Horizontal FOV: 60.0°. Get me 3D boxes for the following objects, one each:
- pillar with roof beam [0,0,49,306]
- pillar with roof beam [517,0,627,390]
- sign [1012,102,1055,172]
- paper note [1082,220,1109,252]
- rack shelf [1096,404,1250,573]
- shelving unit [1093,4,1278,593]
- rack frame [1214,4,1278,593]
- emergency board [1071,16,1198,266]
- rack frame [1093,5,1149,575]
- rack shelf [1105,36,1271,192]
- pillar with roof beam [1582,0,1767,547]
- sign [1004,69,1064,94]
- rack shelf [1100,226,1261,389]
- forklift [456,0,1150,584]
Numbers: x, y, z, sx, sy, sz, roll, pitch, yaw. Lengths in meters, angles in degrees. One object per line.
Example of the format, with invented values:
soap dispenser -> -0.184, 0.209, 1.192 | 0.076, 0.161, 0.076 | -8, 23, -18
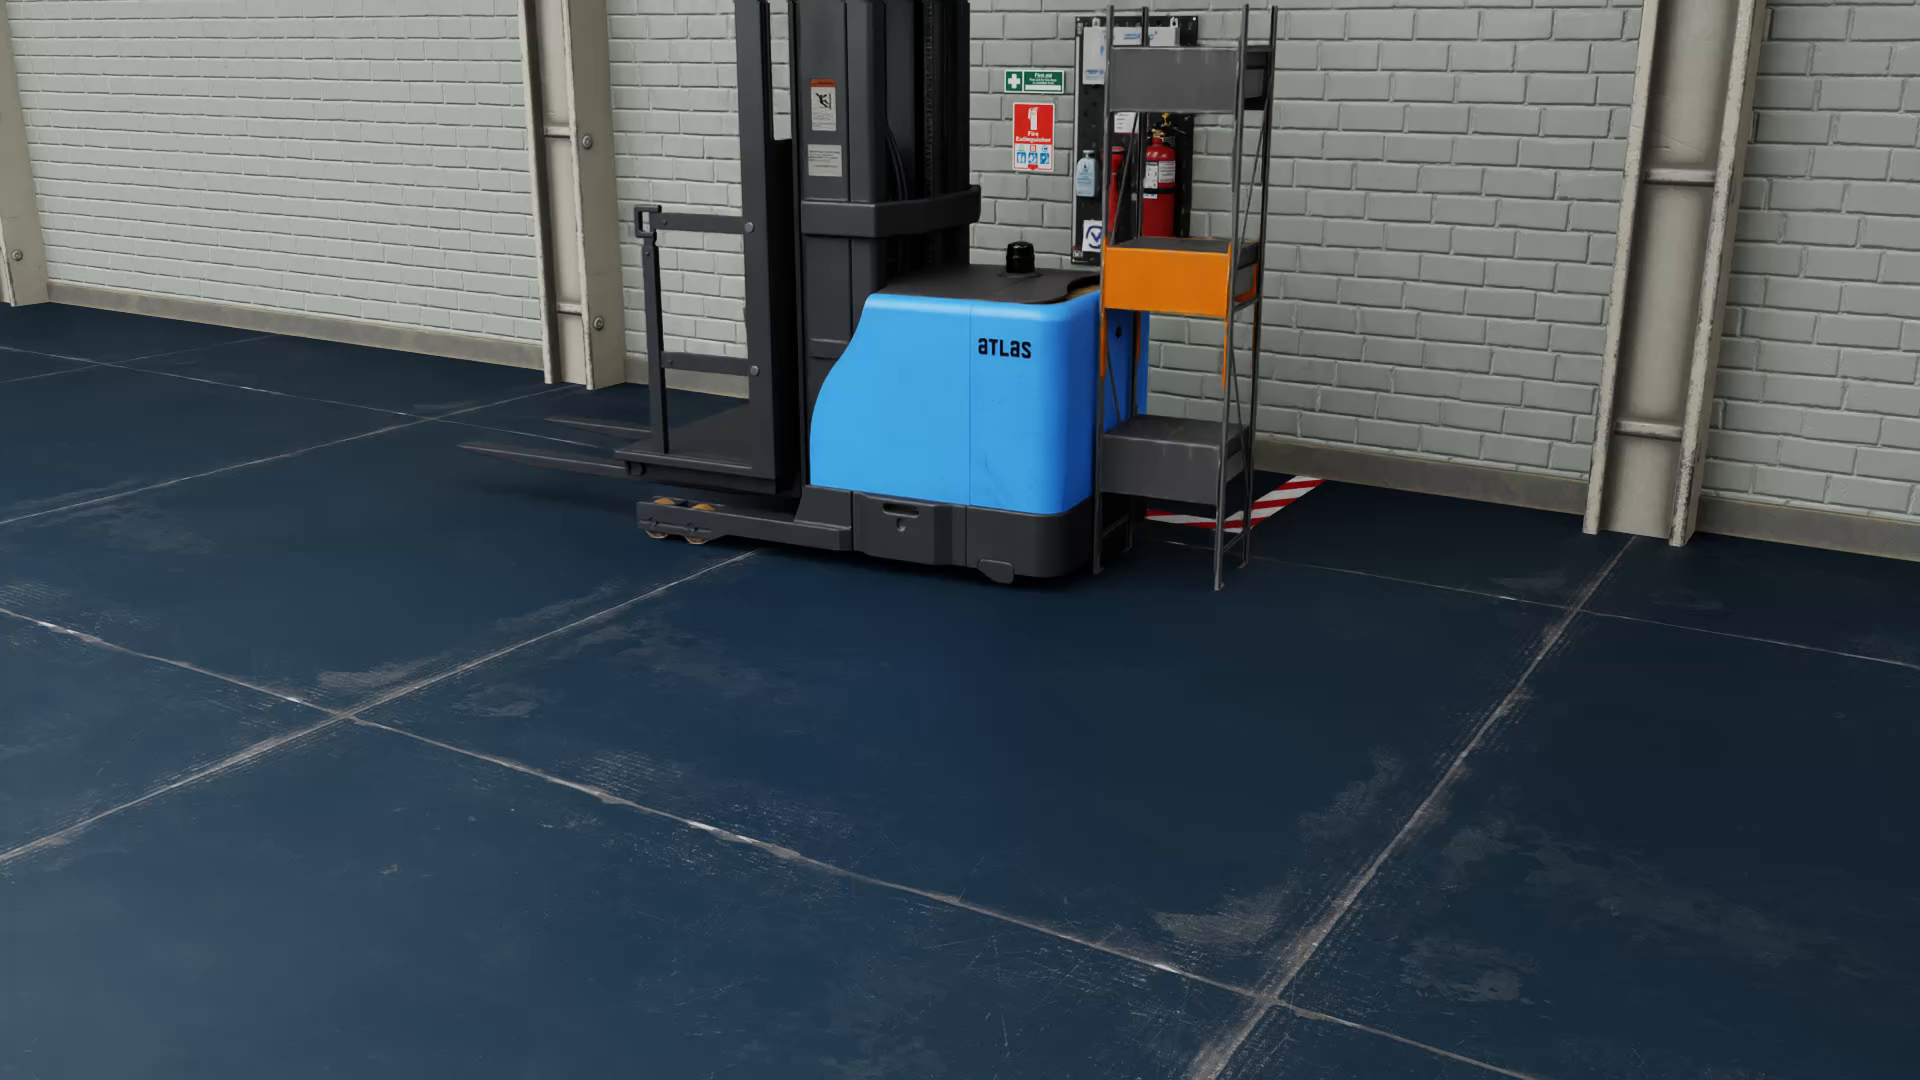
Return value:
pillar with roof beam -> -9.615, -5.105, 8.203 | 0.400, 9.000, 9.100 | 10, 20, 30
pillar with roof beam -> -4.502, -4.192, 5.198 | 0.400, 9.000, 9.100 | 10, 20, 30
sign -> 0.361, -1.987, 8.200 | 0.234, 0.329, 0.001 | 10, 20, 30
paper note -> 0.663, -1.483, 8.117 | 0.142, 0.148, 0.016 | 10, 20, 30
rack shelf -> 0.827, -0.207, 6.405 | 0.480, 0.518, 0.431 | 8, 19, 25
shelving unit -> 0.827, -0.890, 6.198 | 0.503, 2.100, 0.431 | 8, 19, 25
rack frame -> 1.047, -0.859, 6.096 | 0.015, 2.100, 0.400 | 8, 19, 25
emergency board -> 0.778, -1.860, 7.845 | 0.643, 1.169, 0.194 | 10, 20, 30
rack frame -> 0.608, -0.921, 6.299 | 0.015, 2.100, 0.400 | 8, 19, 25
rack shelf -> 0.827, -1.547, 5.998 | 0.480, 0.518, 0.431 | 8, 19, 25
pillar with roof beam -> 0.611, -3.279, 2.194 | 0.400, 9.000, 9.100 | 10, 20, 30
sign -> 0.360, -2.238, 8.114 | 0.331, 0.109, 0.001 | 10, 20, 30
rack shelf -> 0.827, -0.877, 6.202 | 0.480, 0.518, 0.431 | 8, 19, 25
forklift -> -0.772, -1.511, 6.812 | 3.031, 2.935, 1.130 | 8, 19, 25
